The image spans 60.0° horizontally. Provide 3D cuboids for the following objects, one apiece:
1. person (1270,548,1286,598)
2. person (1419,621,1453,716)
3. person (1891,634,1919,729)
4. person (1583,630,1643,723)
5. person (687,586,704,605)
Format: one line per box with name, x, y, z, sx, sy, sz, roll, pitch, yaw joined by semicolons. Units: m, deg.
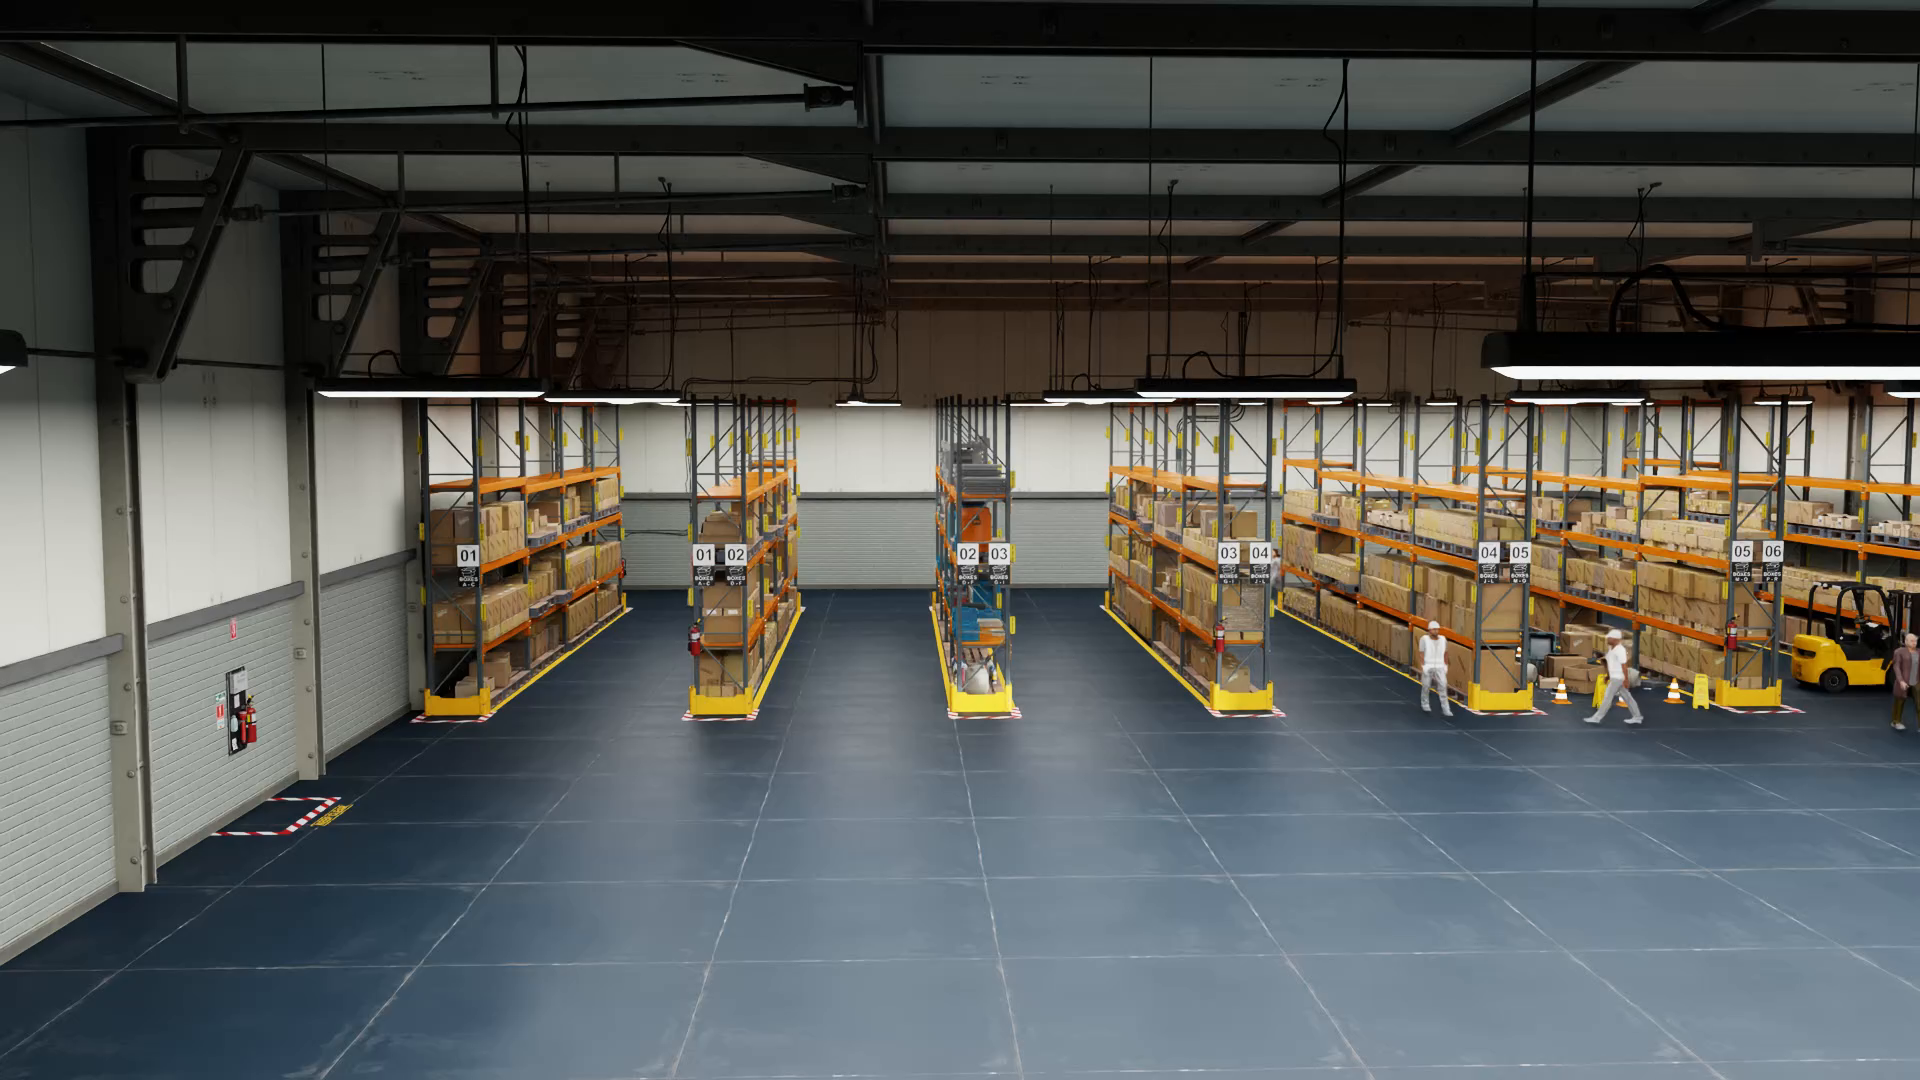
person;9.283;1.059;48.839;1.002;1.627;0.425;0;5;-2
person;8.860;2.382;31.016;0.578;1.734;0.968;0;5;3
person;16.776;2.521;29.291;0.629;1.740;0.994;0;5;5
person;11.855;2.474;30.144;1.029;1.698;0.615;1;5;16
person;-7.428;1.066;48.275;1.018;1.658;0.498;-1;5;-15
